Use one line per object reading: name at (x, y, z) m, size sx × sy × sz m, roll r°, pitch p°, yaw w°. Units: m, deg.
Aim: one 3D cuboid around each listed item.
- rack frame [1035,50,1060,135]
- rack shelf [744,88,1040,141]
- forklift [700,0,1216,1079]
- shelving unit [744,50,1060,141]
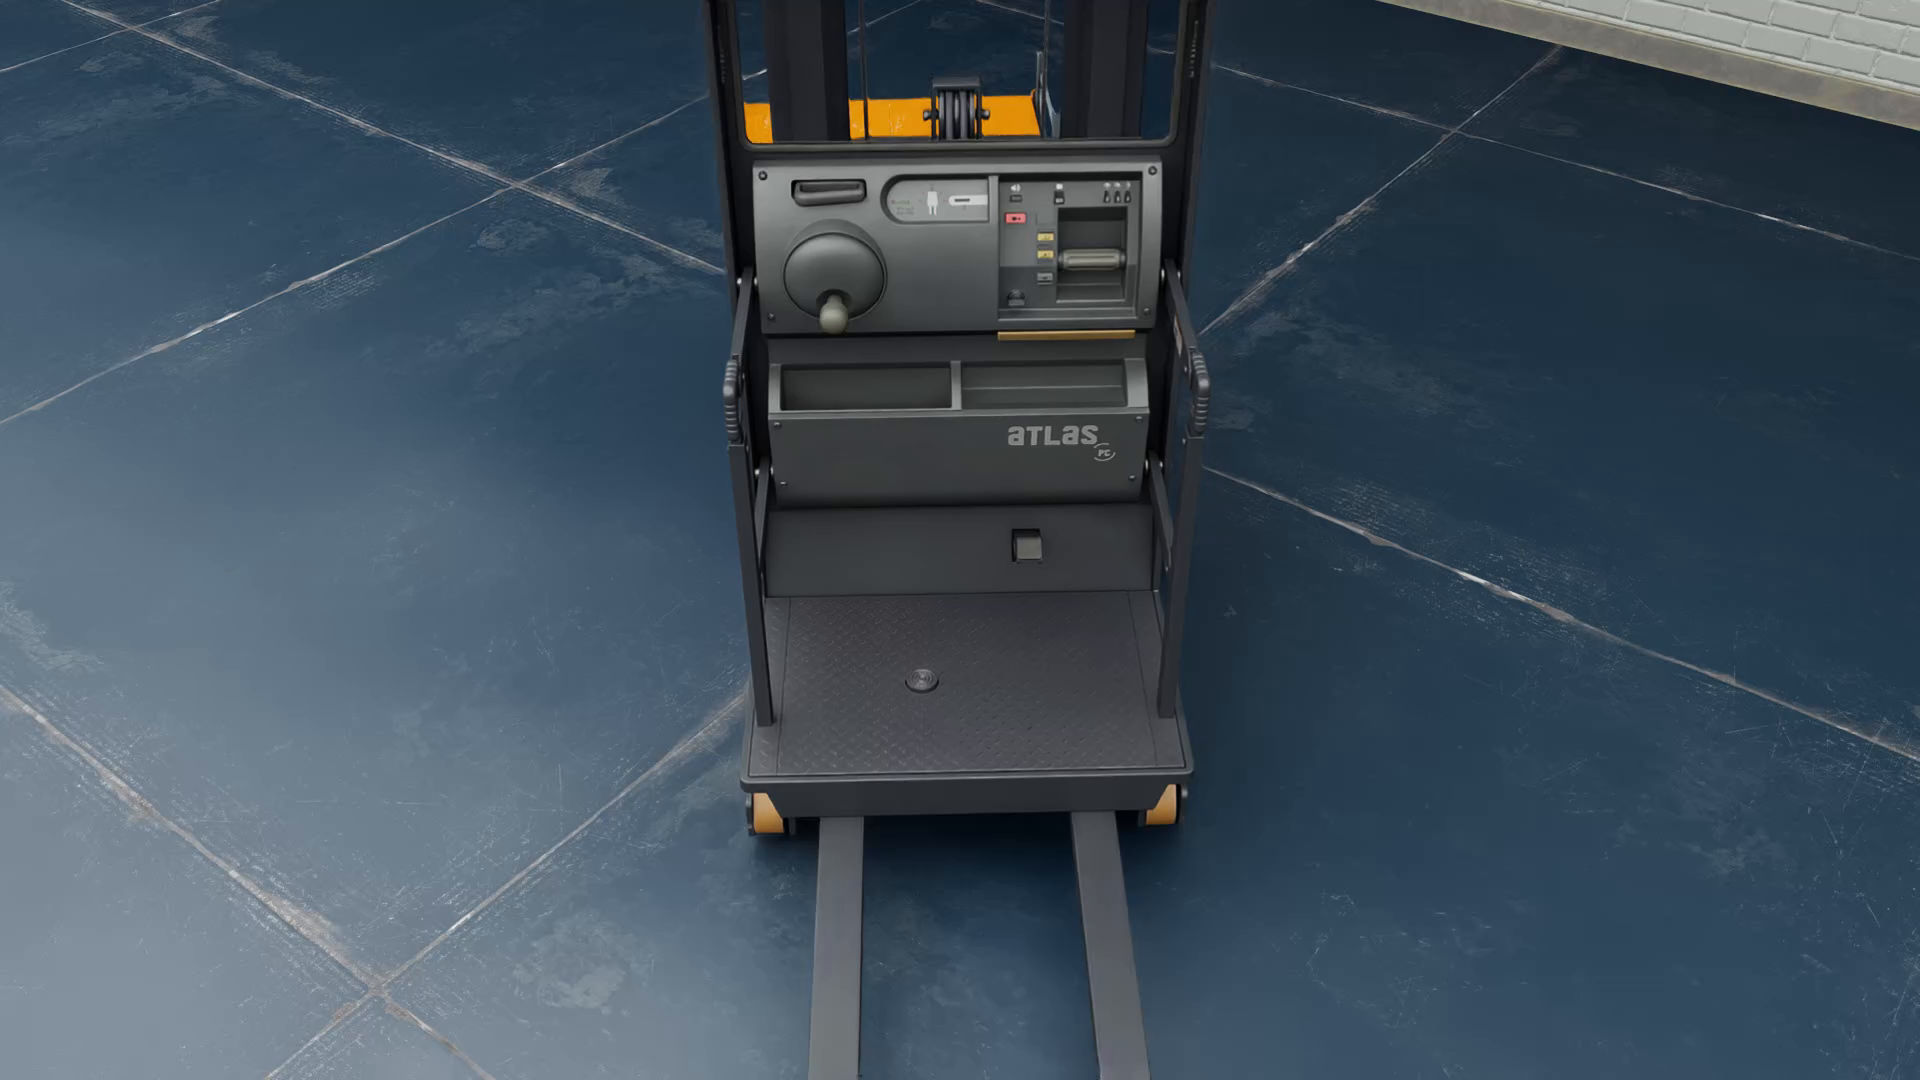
rack frame at (0.285, -1.020, 5.640) m, size 0.032 × 1.125 × 0.500 m, roll -2°, pitch 38°, yaw -3°
rack shelf at (-0.222, -1.228, 5.431) m, size 1.000 × 0.278 × 0.538 m, roll -2°, pitch 38°, yaw -3°
forklift at (0.005, -0.601, 3.640) m, size 1.130 × 2.935 × 3.031 m, roll -1°, pitch 38°, yaw -1°
shelving unit at (-0.222, -0.998, 5.612) m, size 1.048 × 1.125 × 0.538 m, roll -2°, pitch 38°, yaw -3°
